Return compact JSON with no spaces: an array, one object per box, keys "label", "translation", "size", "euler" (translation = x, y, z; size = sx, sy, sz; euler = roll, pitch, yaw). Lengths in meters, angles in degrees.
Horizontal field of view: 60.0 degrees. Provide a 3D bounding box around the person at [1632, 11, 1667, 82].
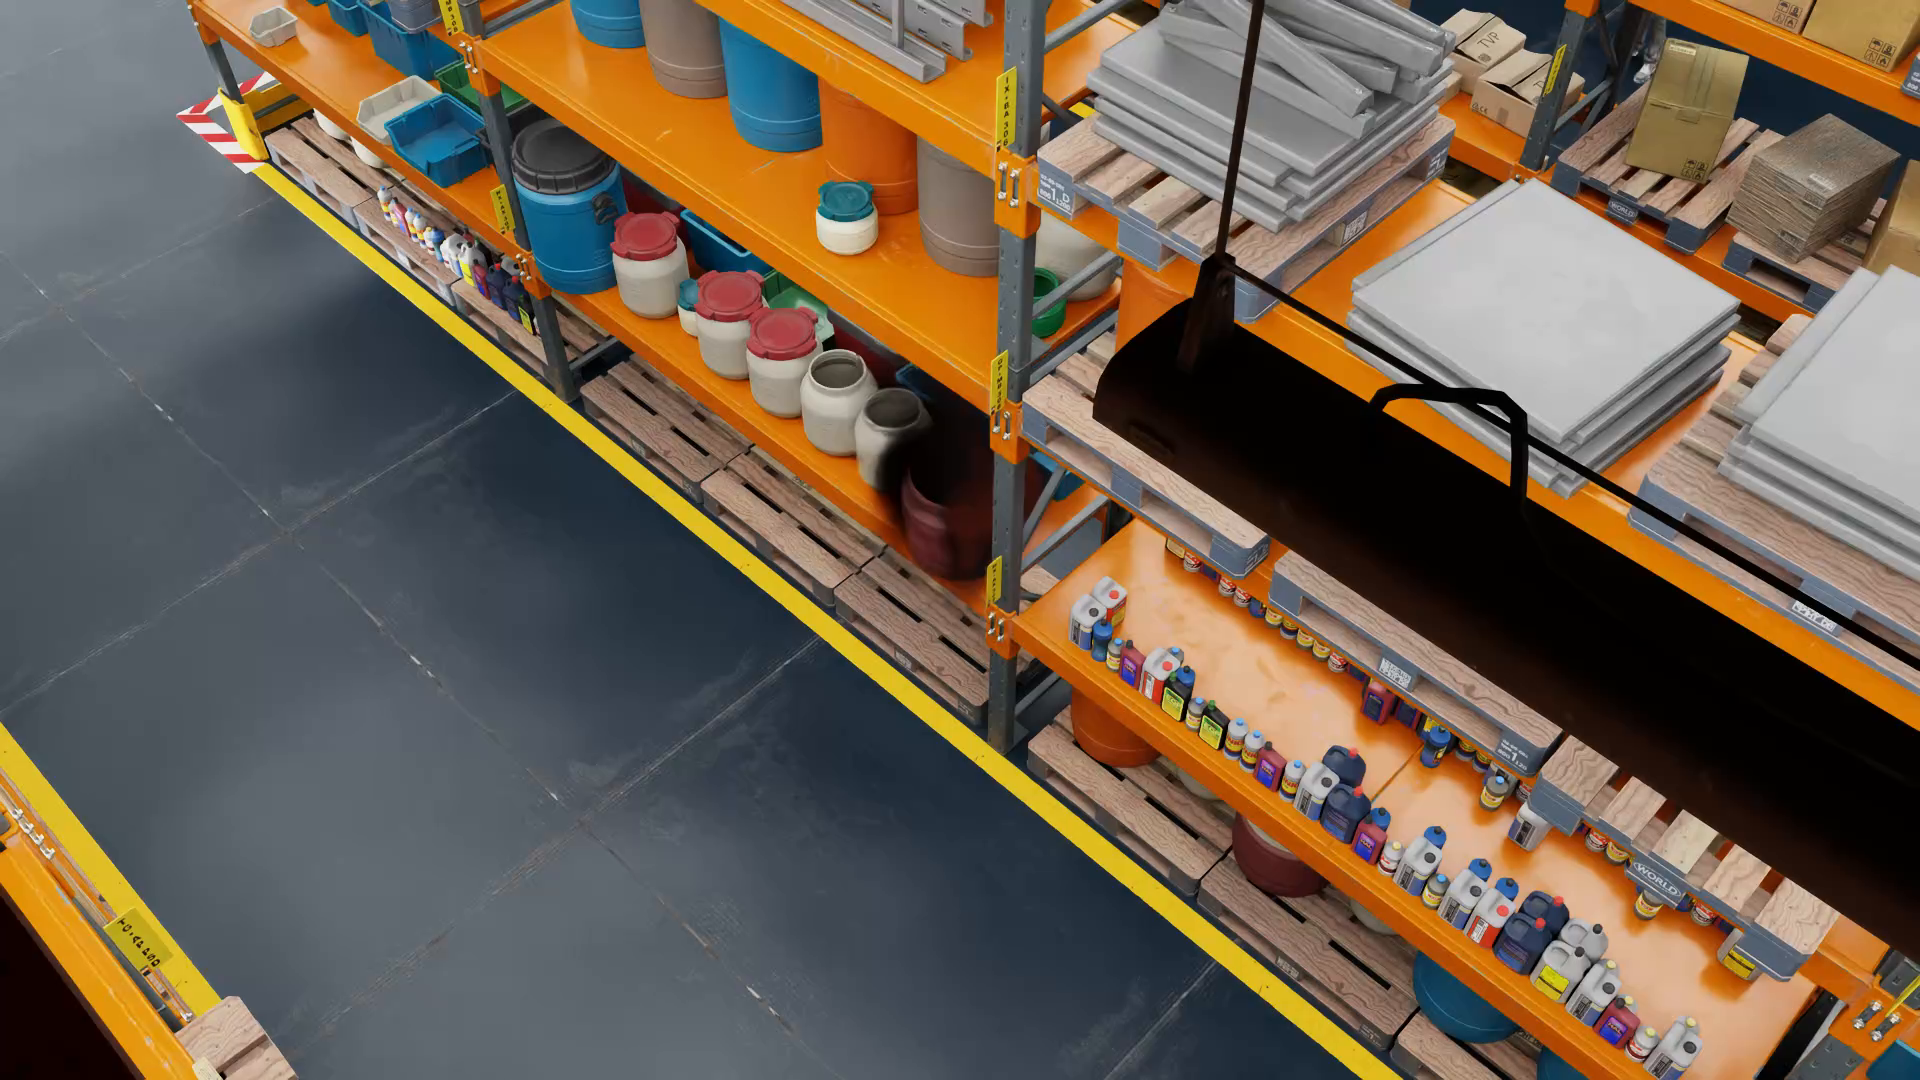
[{"label":"person","translation":[5.464,-4.446,13.081],"size":[0.425,1.628,0.565],"euler":[-9,51,-8]}]
